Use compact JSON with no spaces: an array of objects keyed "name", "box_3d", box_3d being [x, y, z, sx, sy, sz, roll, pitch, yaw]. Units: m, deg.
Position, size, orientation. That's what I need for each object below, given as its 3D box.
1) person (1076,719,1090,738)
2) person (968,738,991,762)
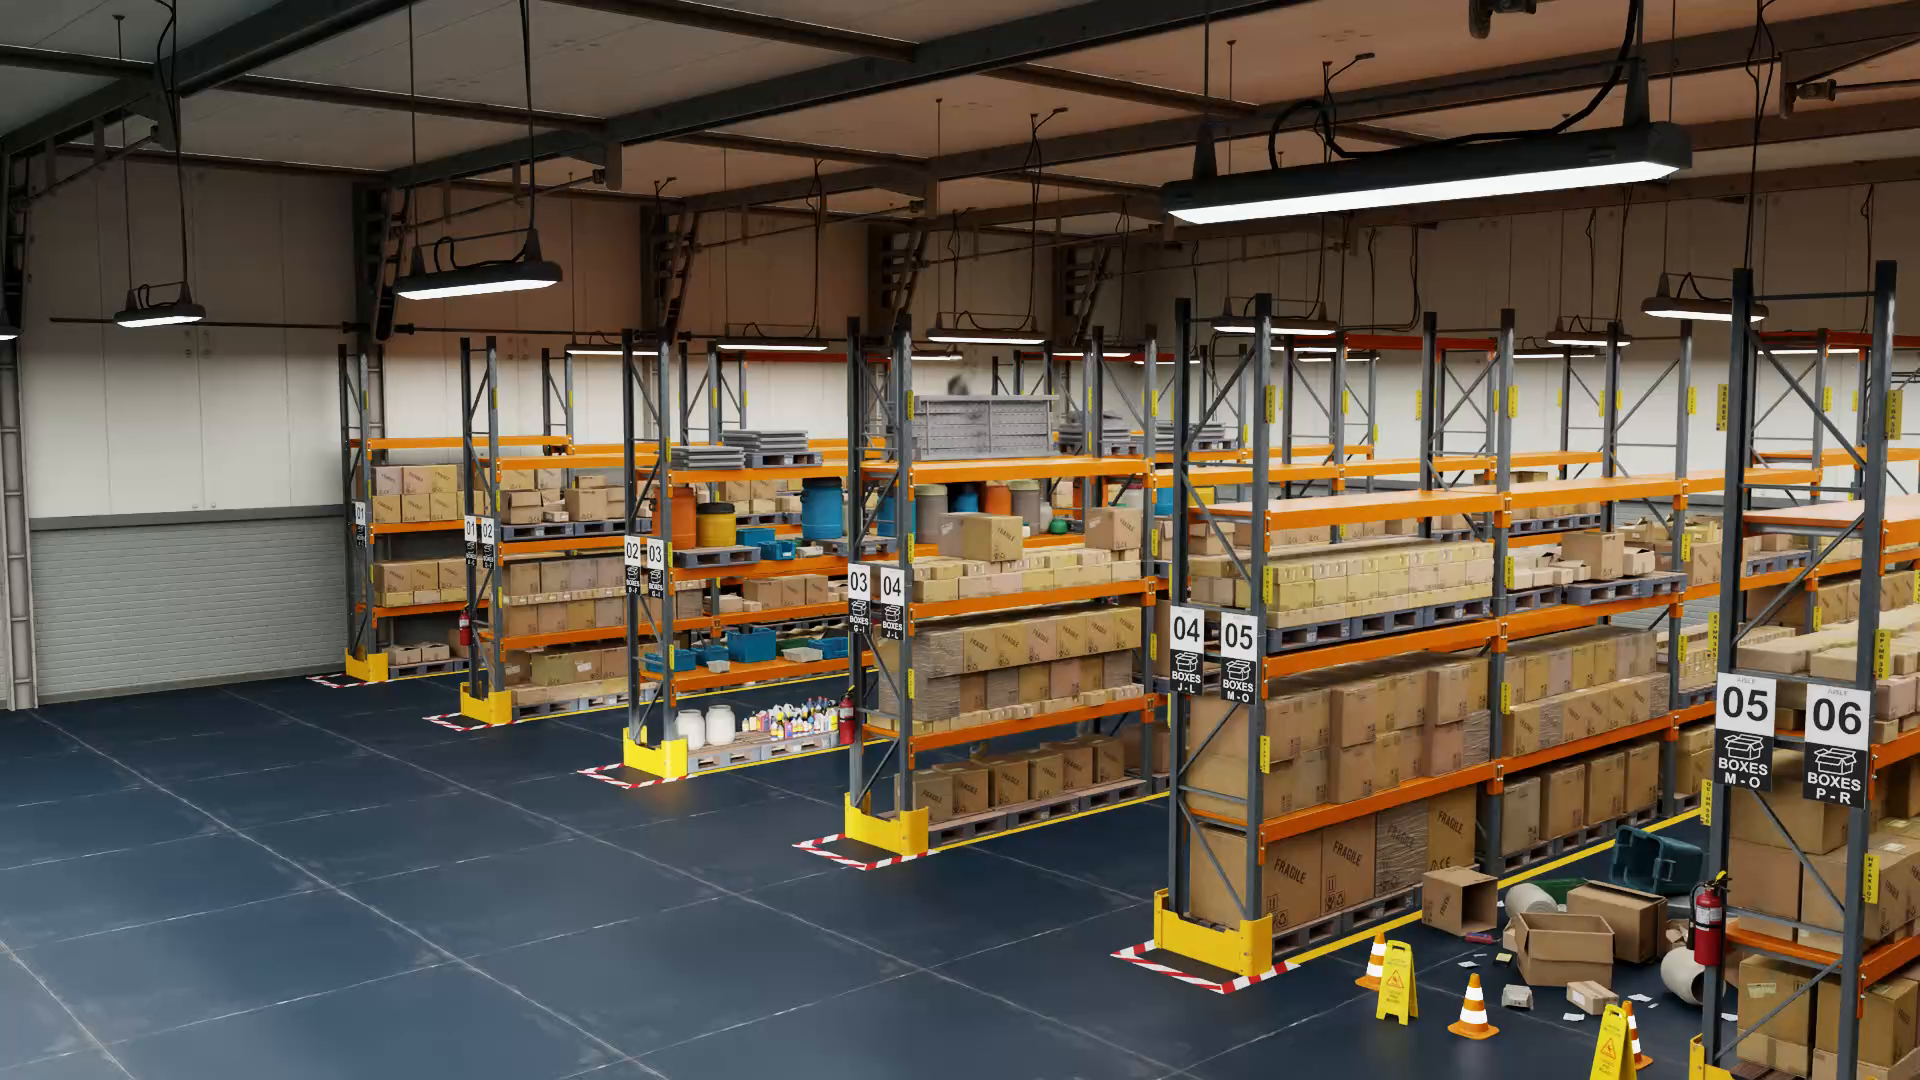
[{"name":"person","box_3d":[1.893,2.171,24.707,0.541,1.620,0.732,5,7,44]},{"name":"person","box_3d":[0.213,2.202,23.242,0.668,1.841,0.810,4,6,36]}]
